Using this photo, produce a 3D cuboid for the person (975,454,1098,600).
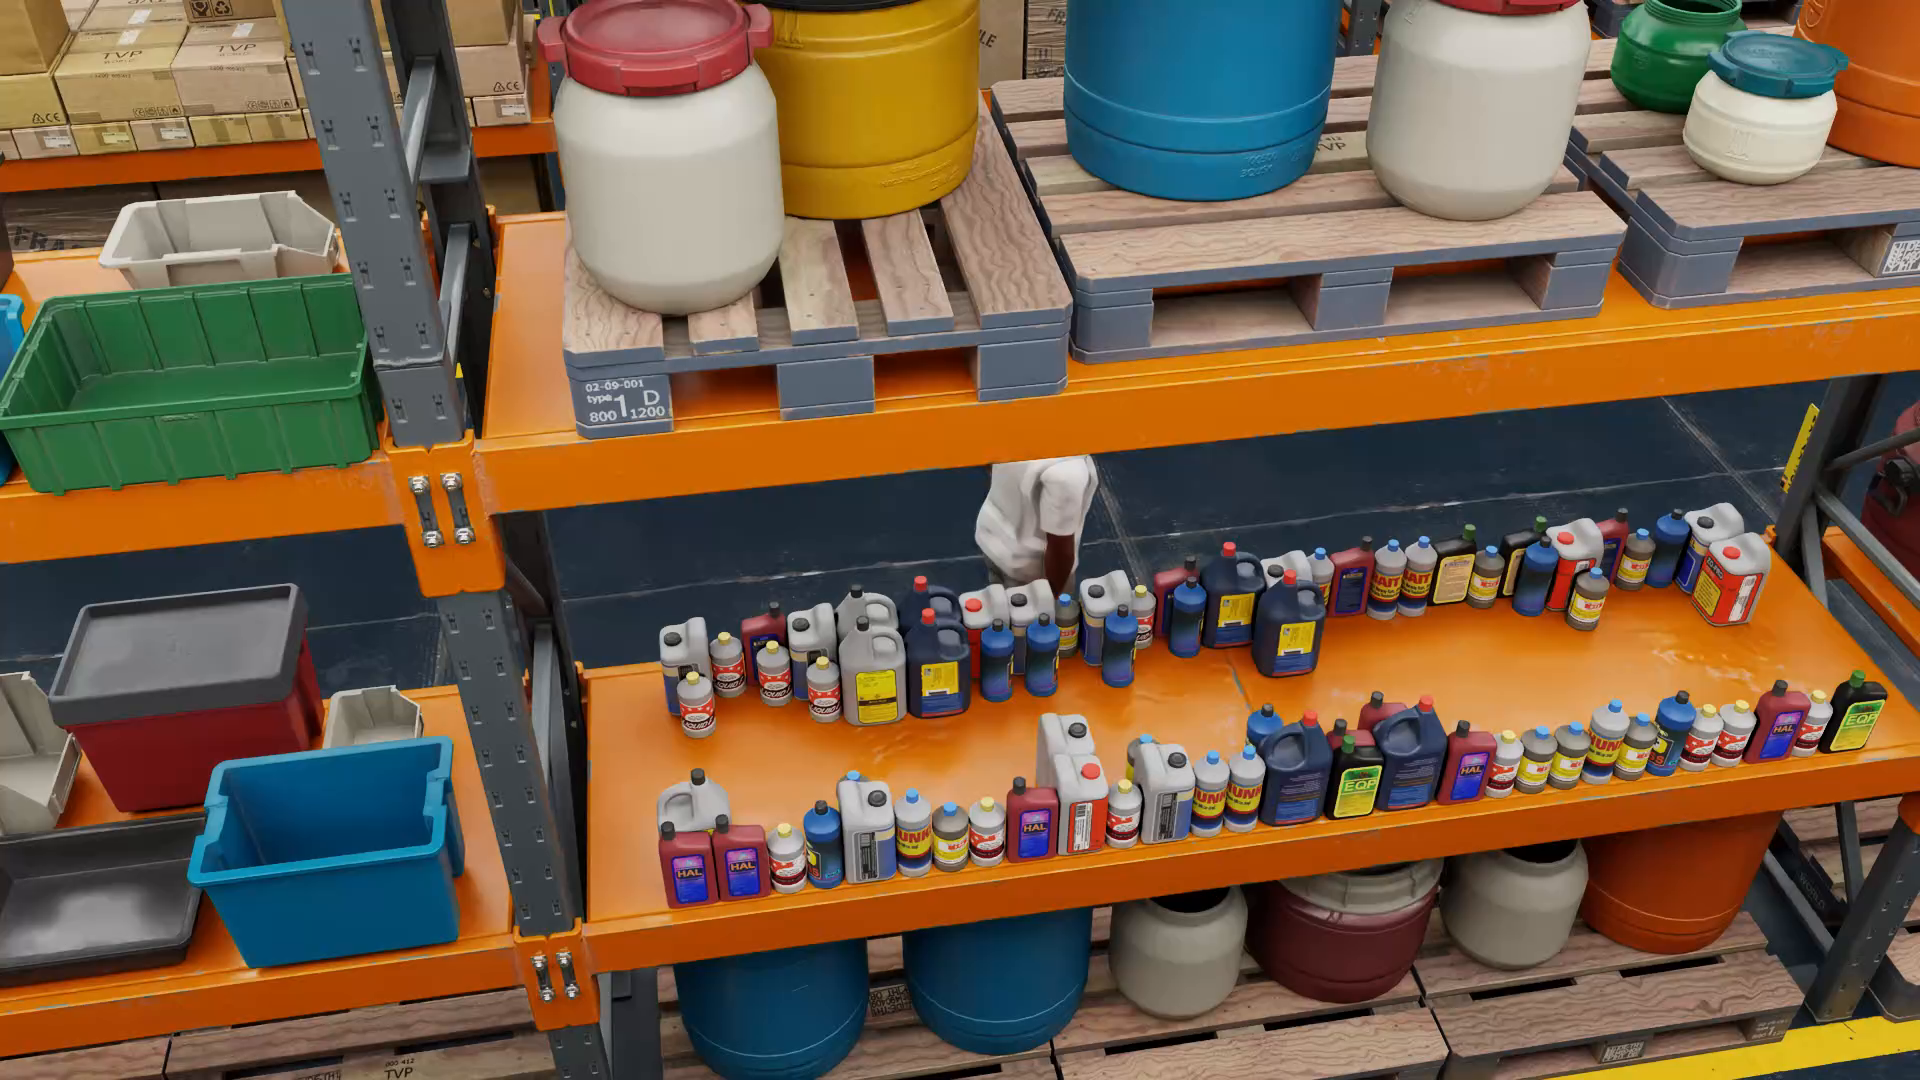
[{"bbox_3d":[0.194,0.069,6.045,0.607,1.764,0.589,-19,42,-23],"label":"person"}]
